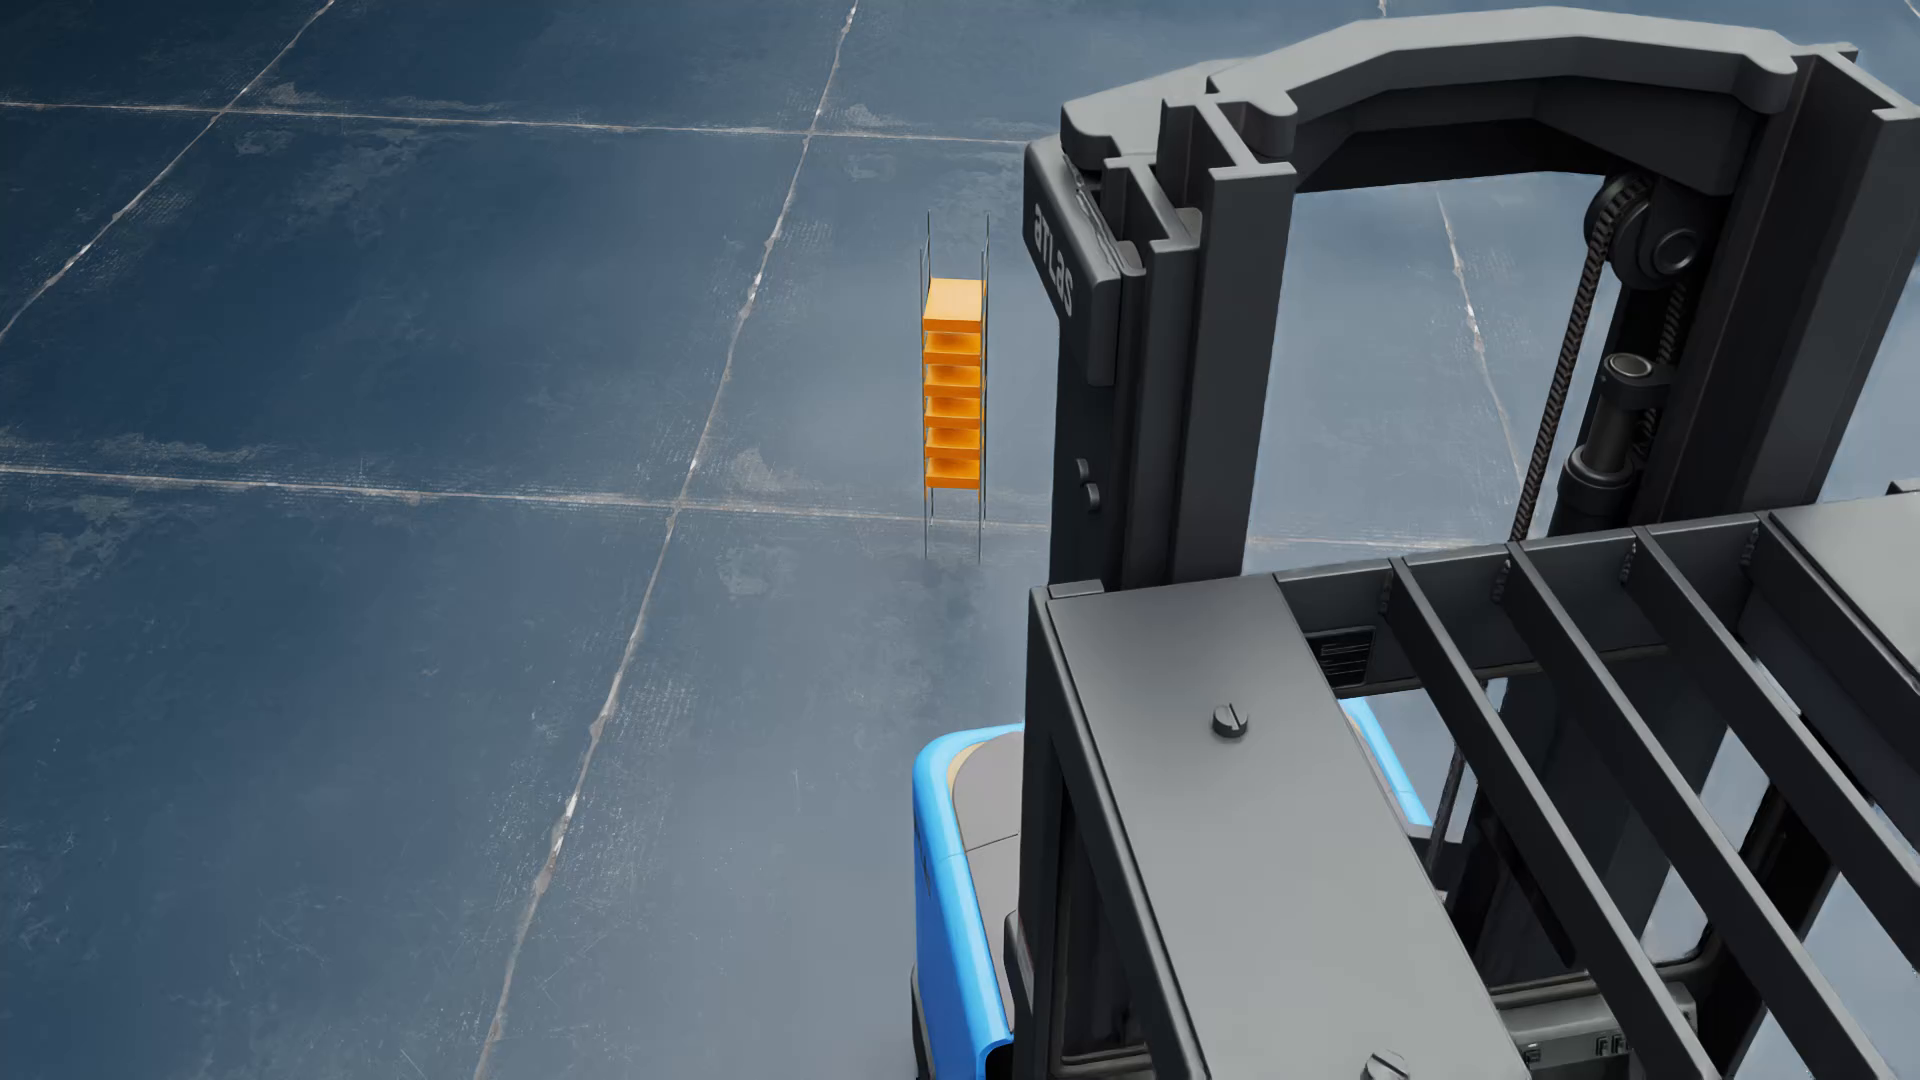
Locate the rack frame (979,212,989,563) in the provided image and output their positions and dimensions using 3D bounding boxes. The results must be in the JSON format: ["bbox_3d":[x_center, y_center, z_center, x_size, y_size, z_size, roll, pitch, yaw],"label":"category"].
[{"bbox_3d":[0.077,-0.461,5.366,0.006,1.200,0.240,3,39,4],"label":"rack frame"}]

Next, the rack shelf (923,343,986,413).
[{"bbox_3d":[-0.014,-0.525,5.324,0.180,0.103,0.258,3,39,4],"label":"rack shelf"}]

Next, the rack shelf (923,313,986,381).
[{"bbox_3d":[-0.014,-0.618,5.249,0.180,0.103,0.258,3,39,4],"label":"rack shelf"}]

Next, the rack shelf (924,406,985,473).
[{"bbox_3d":[-0.014,-0.339,5.476,0.180,0.103,0.258,3,39,4],"label":"rack shelf"}]

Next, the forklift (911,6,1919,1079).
[{"bbox_3d":[0.661,0.972,2.234,1.130,2.935,3.031,-7,40,-8],"label":"forklift"}]

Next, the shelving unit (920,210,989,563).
[{"bbox_3d":[-0.014,-0.466,5.372,0.189,1.200,0.258,3,39,4],"label":"shelving unit"}]

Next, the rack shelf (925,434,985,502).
[{"bbox_3d":[-0.014,-0.246,5.552,0.180,0.103,0.258,3,39,4],"label":"rack shelf"}]

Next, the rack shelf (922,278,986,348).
[{"bbox_3d":[-0.014,-0.711,5.173,0.180,0.103,0.258,3,39,4],"label":"rack shelf"}]

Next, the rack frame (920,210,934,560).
[{"bbox_3d":[-0.106,-0.471,5.378,0.006,1.200,0.240,3,39,4],"label":"rack frame"}]

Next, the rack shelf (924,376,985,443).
[{"bbox_3d":[-0.014,-0.432,5.400,0.180,0.103,0.258,3,39,4],"label":"rack shelf"}]
